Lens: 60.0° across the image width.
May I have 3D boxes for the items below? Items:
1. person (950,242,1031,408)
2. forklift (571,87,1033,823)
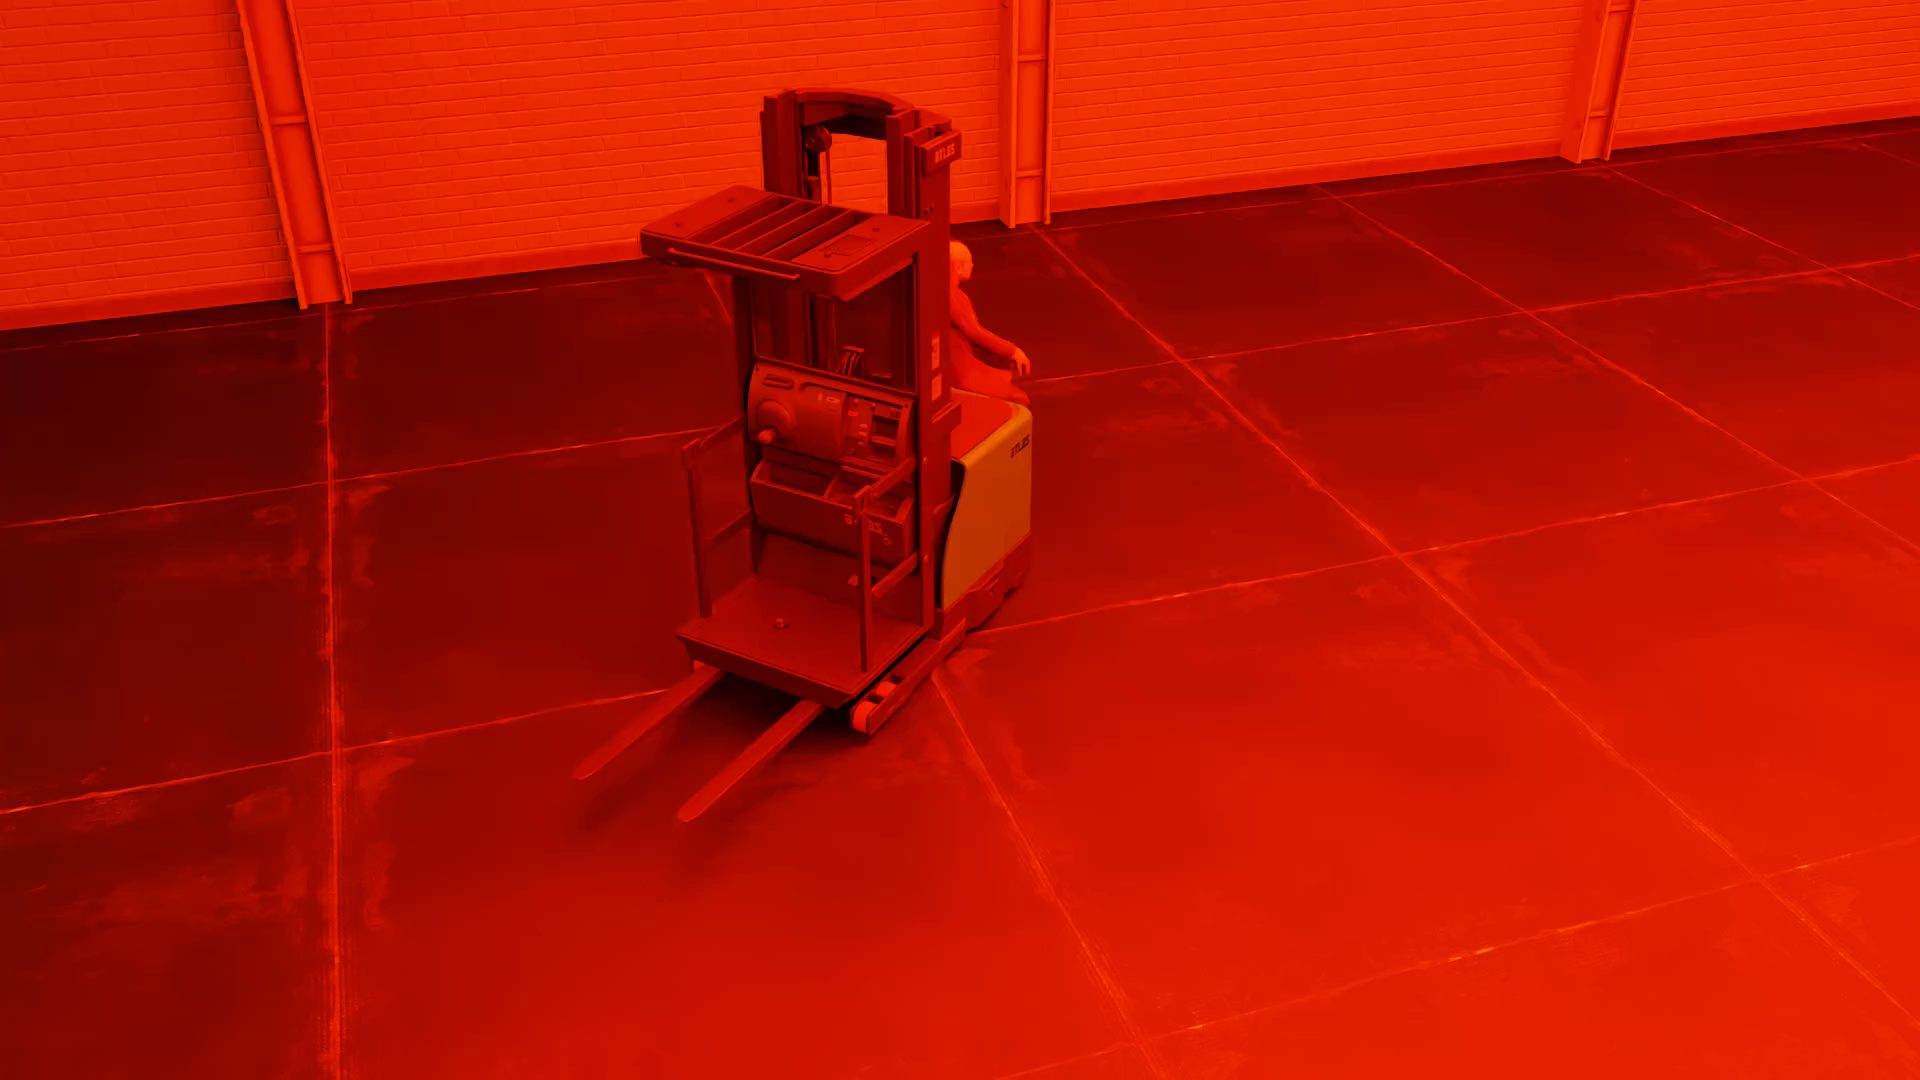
[{"bbox_3d":[0.062,-1.078,10.278,0.609,1.614,1.089,-9,31,-16],"label":"person"},{"bbox_3d":[-0.755,-0.558,8.056,1.130,2.935,3.031,16,34,26],"label":"forklift"}]
